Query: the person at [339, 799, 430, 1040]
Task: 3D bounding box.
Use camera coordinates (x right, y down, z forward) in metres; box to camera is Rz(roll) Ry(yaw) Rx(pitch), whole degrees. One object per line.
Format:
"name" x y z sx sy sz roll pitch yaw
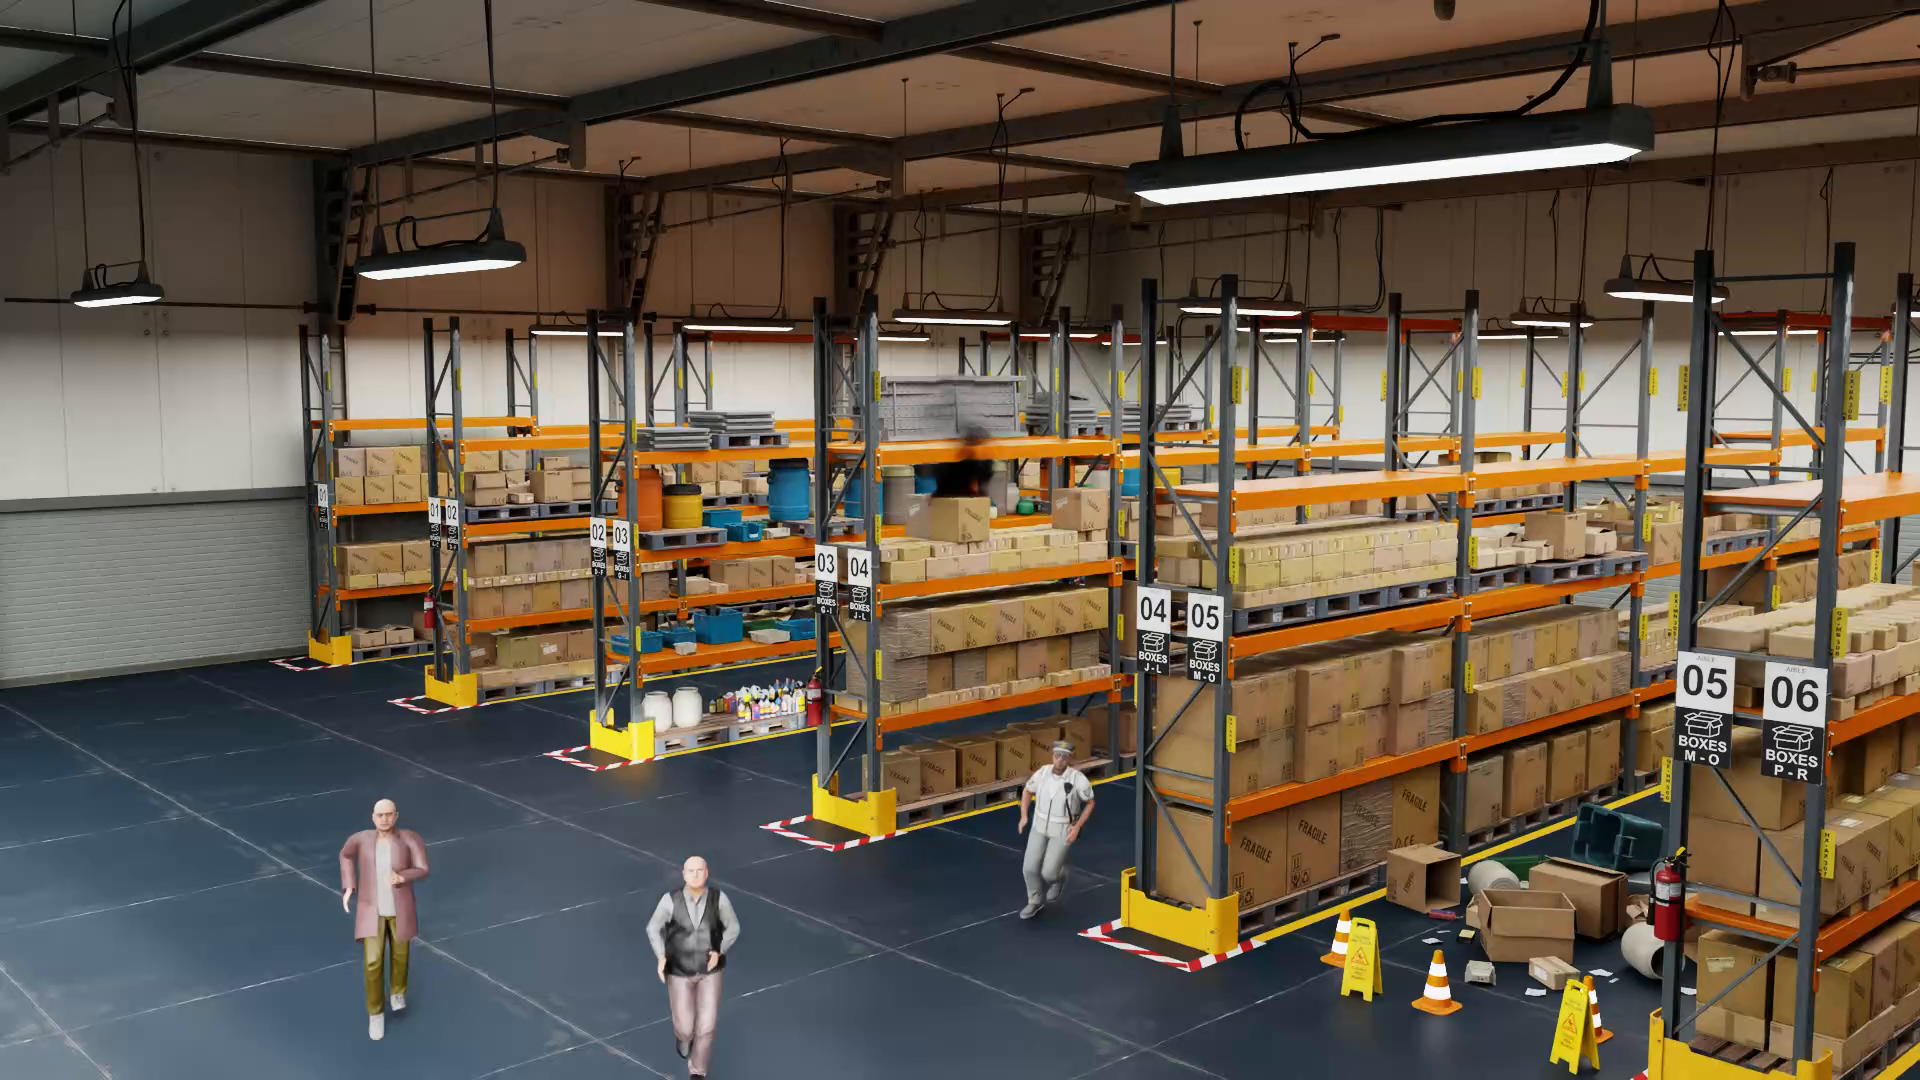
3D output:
"person" -4.536 2.961 13.151 0.669 1.849 0.835 -2 6 -20

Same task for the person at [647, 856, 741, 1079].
"person" -1.924 3.118 12.073 0.671 1.676 0.597 -1 6 -14

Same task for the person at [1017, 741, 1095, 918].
"person" 0.913 2.733 15.795 0.715 1.727 0.565 3 6 25
